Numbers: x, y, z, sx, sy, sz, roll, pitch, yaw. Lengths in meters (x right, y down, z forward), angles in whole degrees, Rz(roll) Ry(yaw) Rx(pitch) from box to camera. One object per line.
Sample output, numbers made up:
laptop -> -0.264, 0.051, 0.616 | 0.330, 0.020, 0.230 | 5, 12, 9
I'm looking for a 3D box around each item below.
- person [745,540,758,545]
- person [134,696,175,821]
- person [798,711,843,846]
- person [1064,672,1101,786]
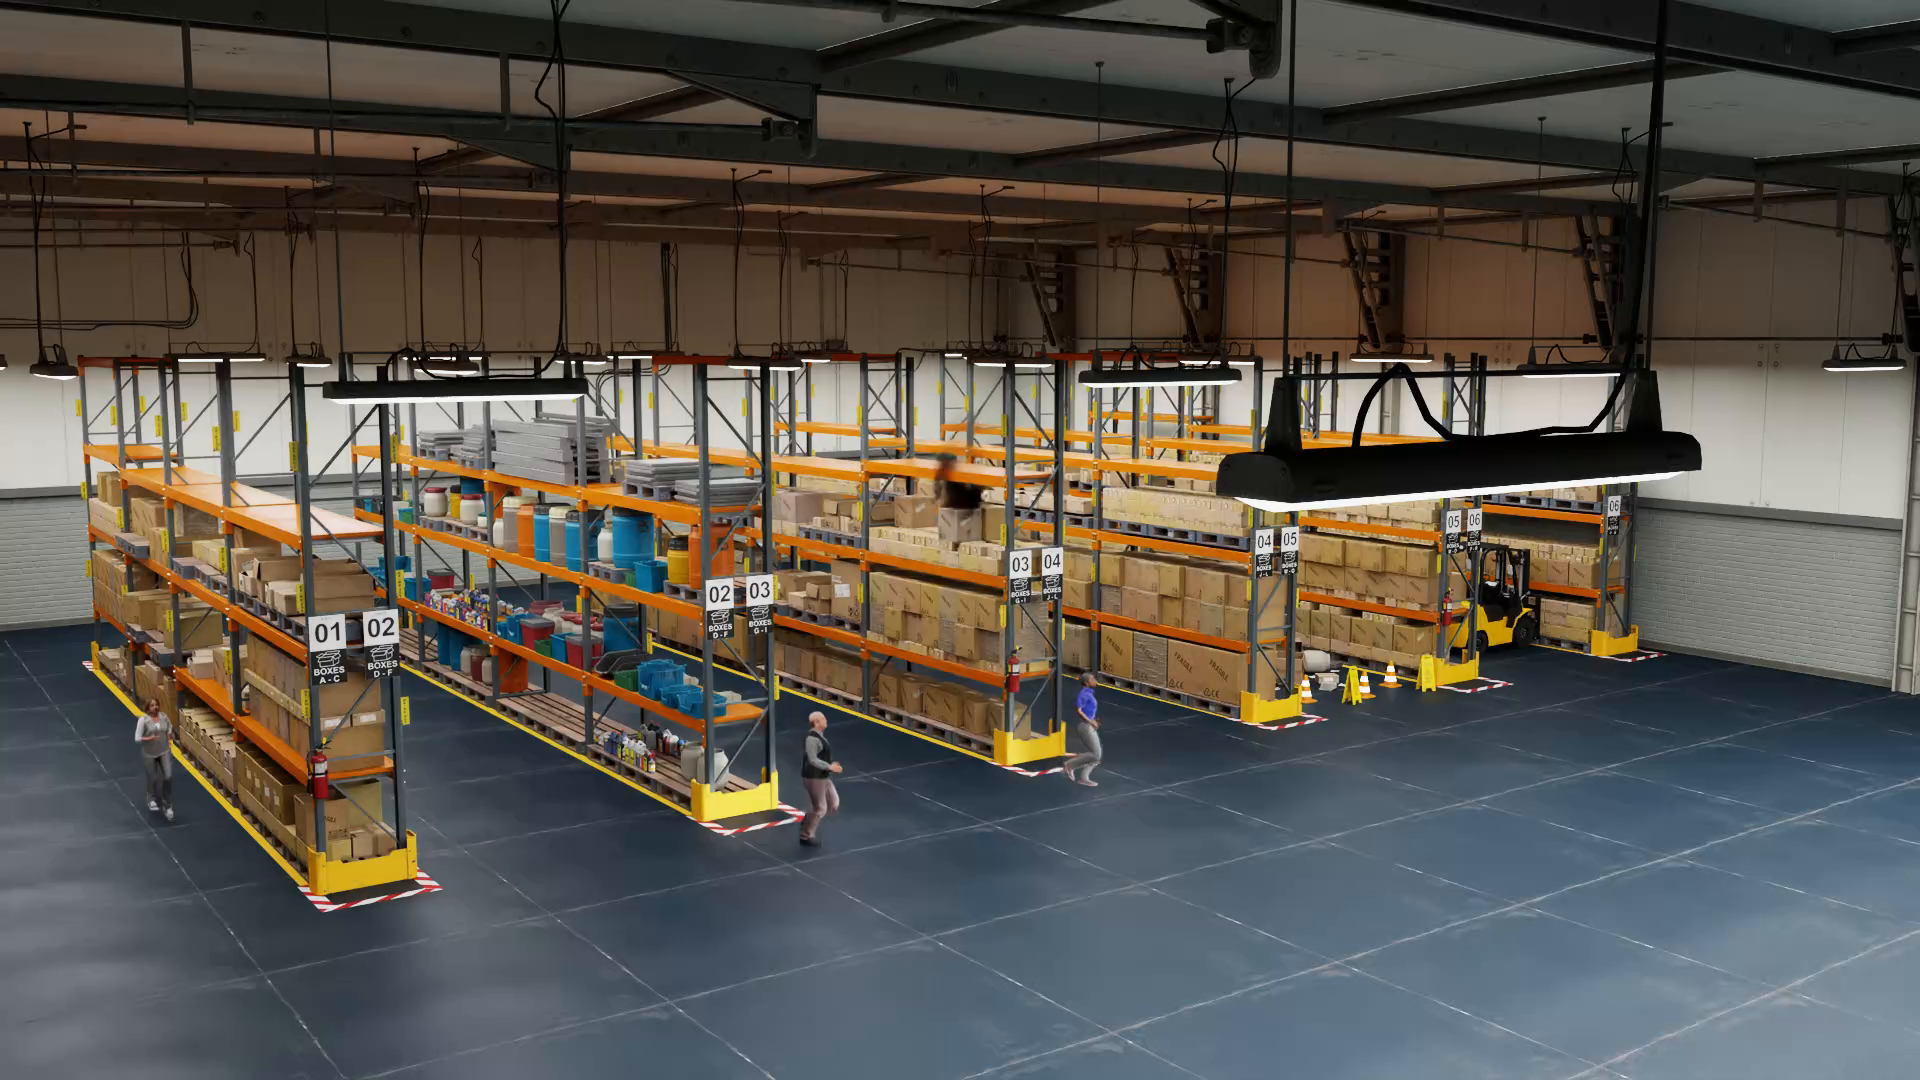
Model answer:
person -> -5.210, 0.554, 40.939 | 0.678, 1.638, 0.556 | 6, 9, 40
person -> -10.632, 2.873, 21.994 | 0.522, 1.639, 0.700 | -6, 9, -39
person -> -1.739, 2.974, 20.858 | 0.581, 1.686, 0.693 | 0, 7, 4
person -> 1.752, 2.683, 23.649 | 0.522, 1.612, 0.603 | 1, 7, 7
